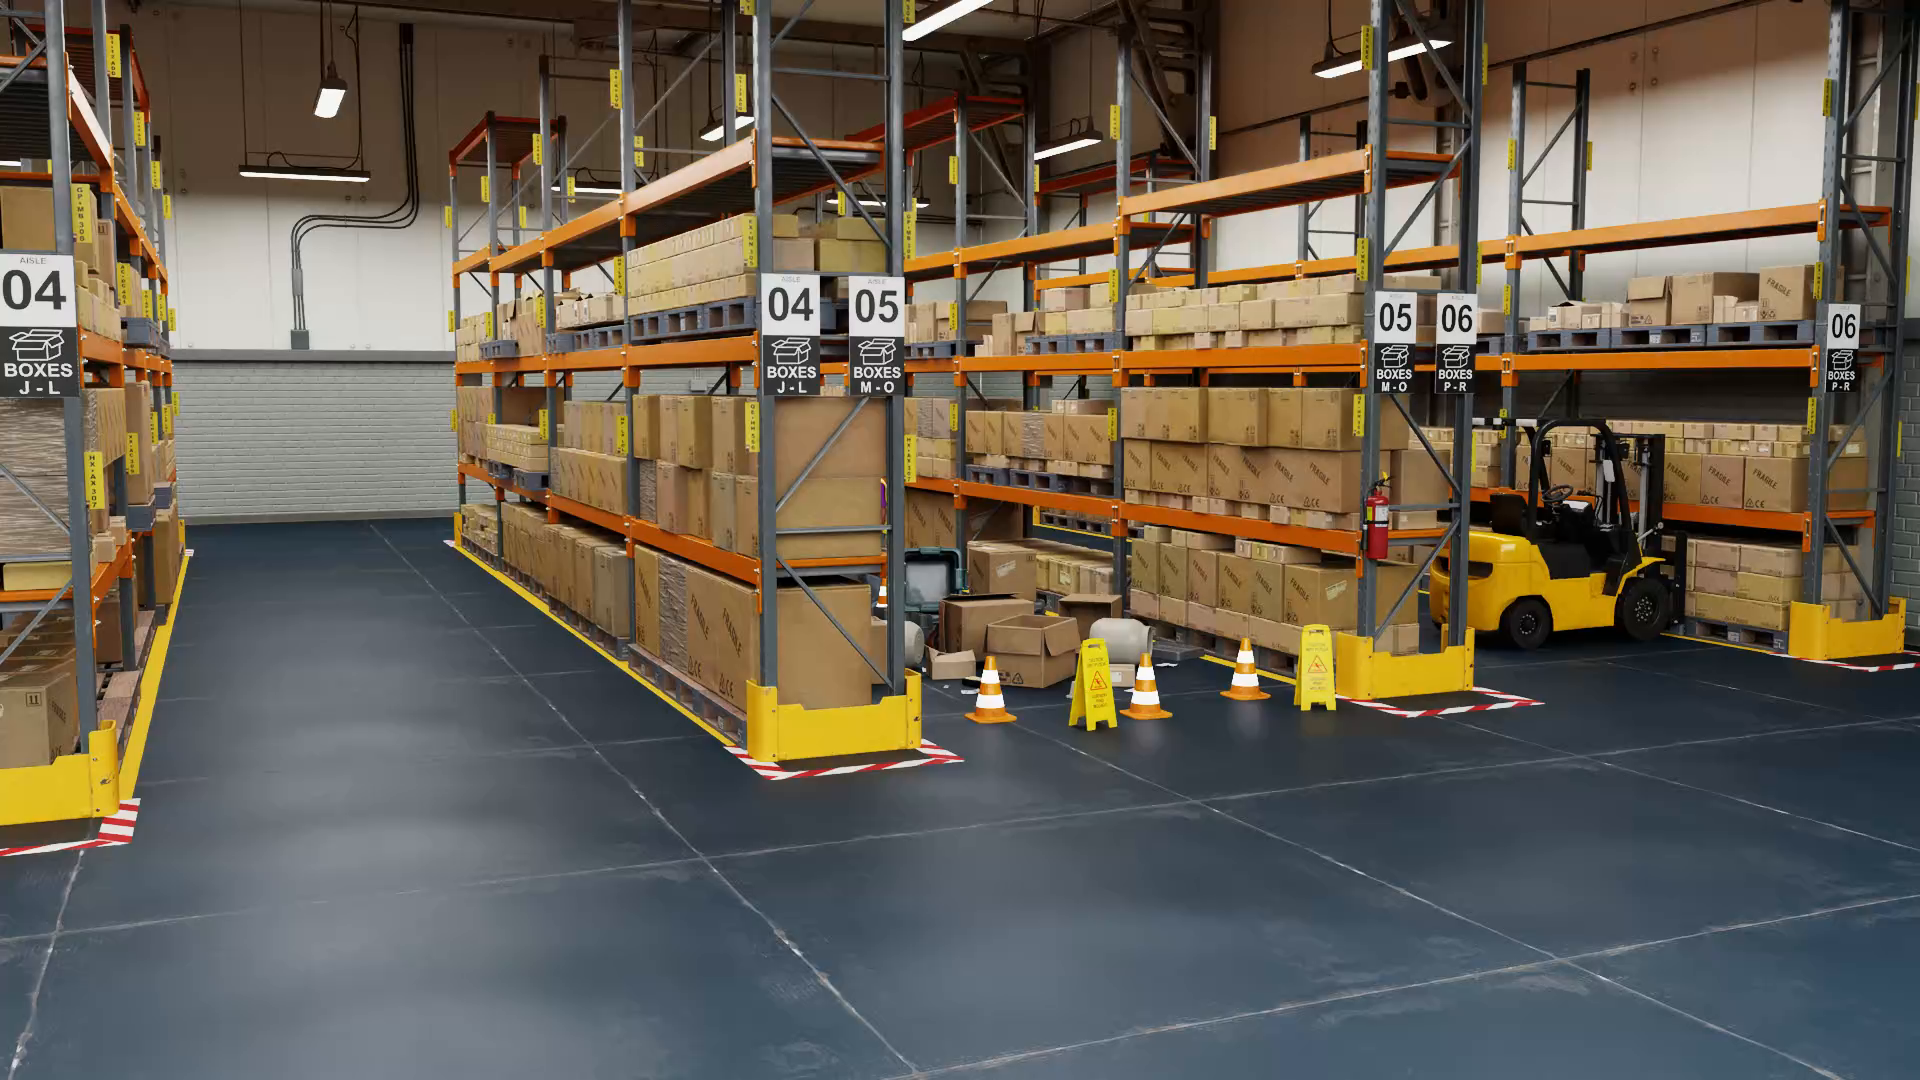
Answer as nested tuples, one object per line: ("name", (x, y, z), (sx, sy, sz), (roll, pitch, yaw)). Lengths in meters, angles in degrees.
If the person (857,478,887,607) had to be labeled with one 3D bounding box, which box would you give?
("person", (-1.003, -0.081, 18.043), (0.462, 1.759, 0.632), (-3, 6, -27))
